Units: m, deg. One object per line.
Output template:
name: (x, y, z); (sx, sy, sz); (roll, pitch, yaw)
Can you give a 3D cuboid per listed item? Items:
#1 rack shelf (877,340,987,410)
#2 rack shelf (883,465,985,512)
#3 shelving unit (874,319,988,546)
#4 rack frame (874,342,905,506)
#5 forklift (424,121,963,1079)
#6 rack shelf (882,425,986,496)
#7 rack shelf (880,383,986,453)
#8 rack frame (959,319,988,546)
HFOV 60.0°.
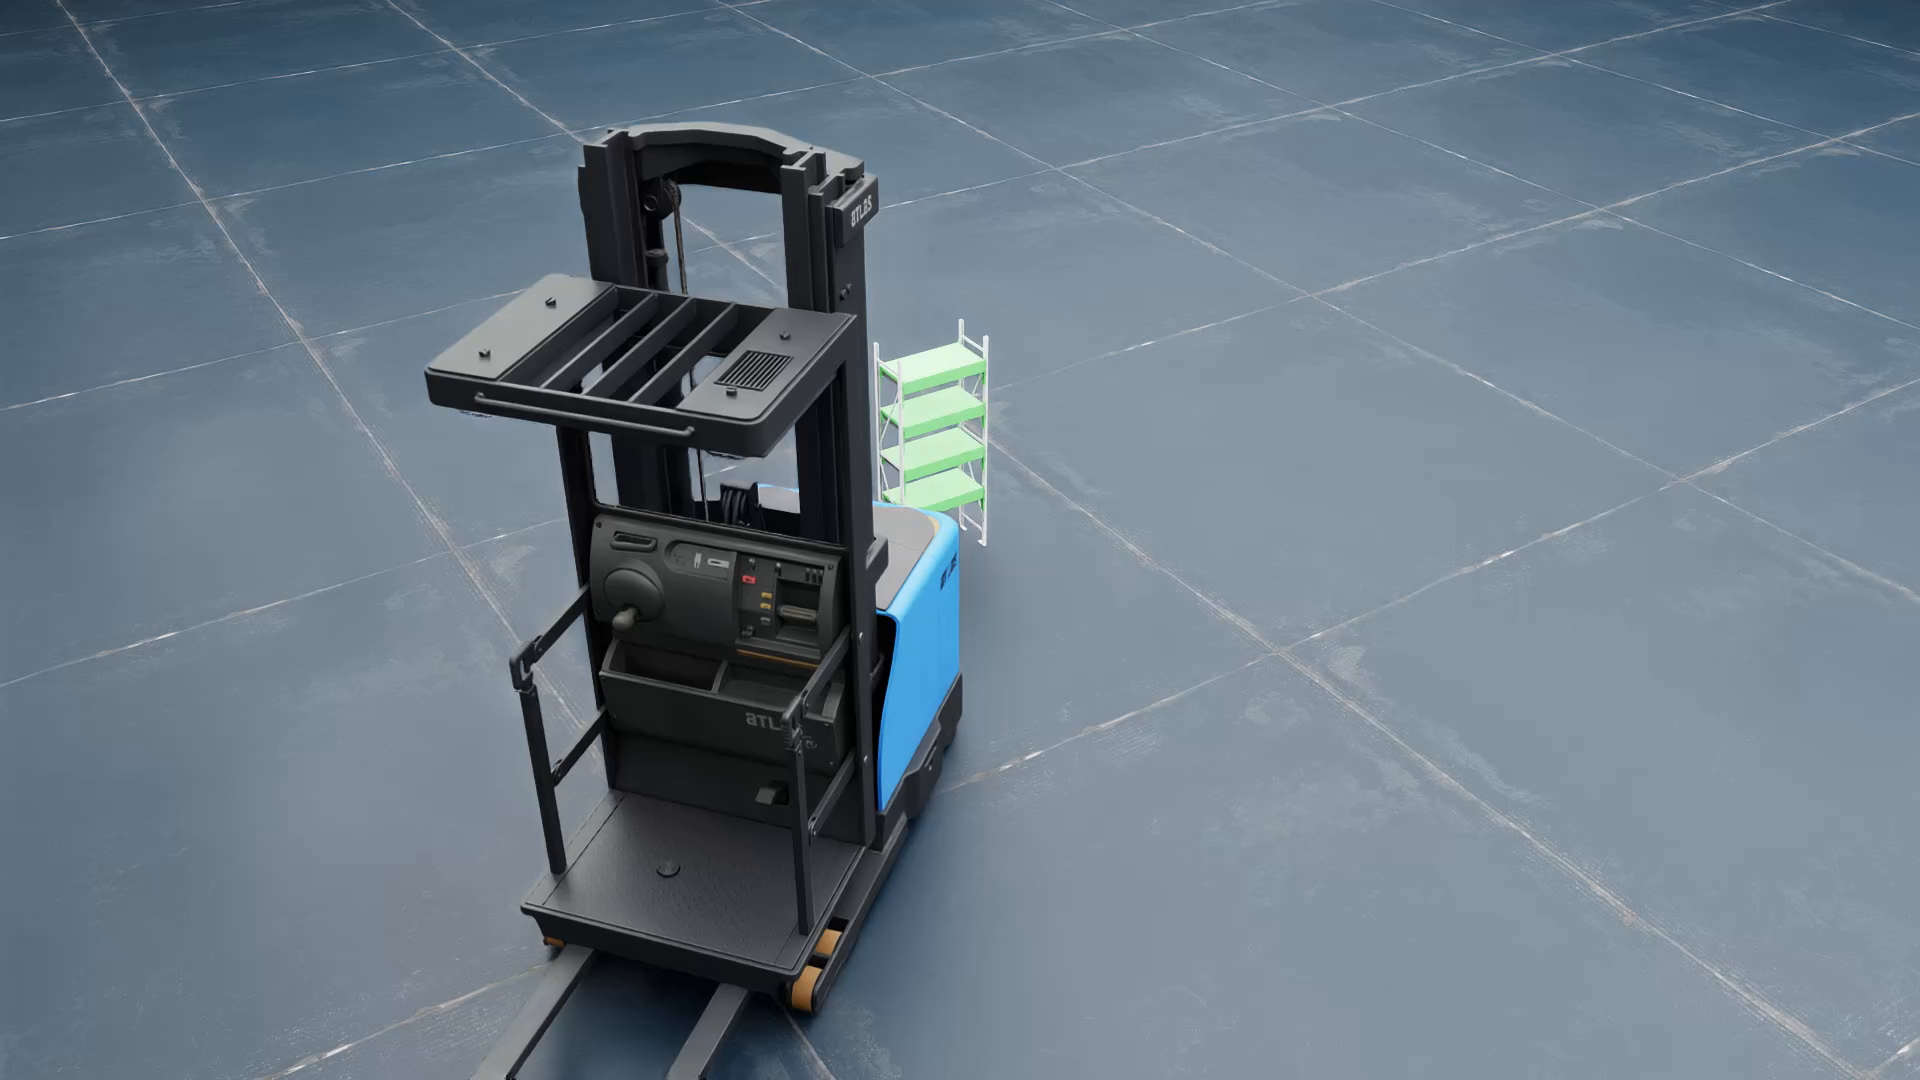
rack shelf: (-0.139, -0.812, 8.132); (0.480, 0.148, 0.258); (-19, 37, -27)
rack shelf: (-0.139, -0.203, 8.516); (0.480, 0.148, 0.258); (-19, 37, -27)
shelving unit: (-0.139, -0.460, 8.354); (0.503, 1.200, 0.258); (-19, 37, -27)
rack frame: (-0.344, -0.389, 8.242); (0.015, 1.200, 0.240); (-19, 37, -27)
forklift: (-0.931, 0.229, 5.640); (1.130, 2.935, 3.031); (10, 34, 15)
rack shelf: (-0.139, -0.406, 8.388); (0.480, 0.148, 0.258); (-19, 37, -27)
rack shelf: (-0.139, -0.609, 8.260); (0.480, 0.148, 0.258); (-19, 37, -27)
rack frame: (0.066, -0.530, 8.466); (0.015, 1.200, 0.240); (-19, 37, -27)
